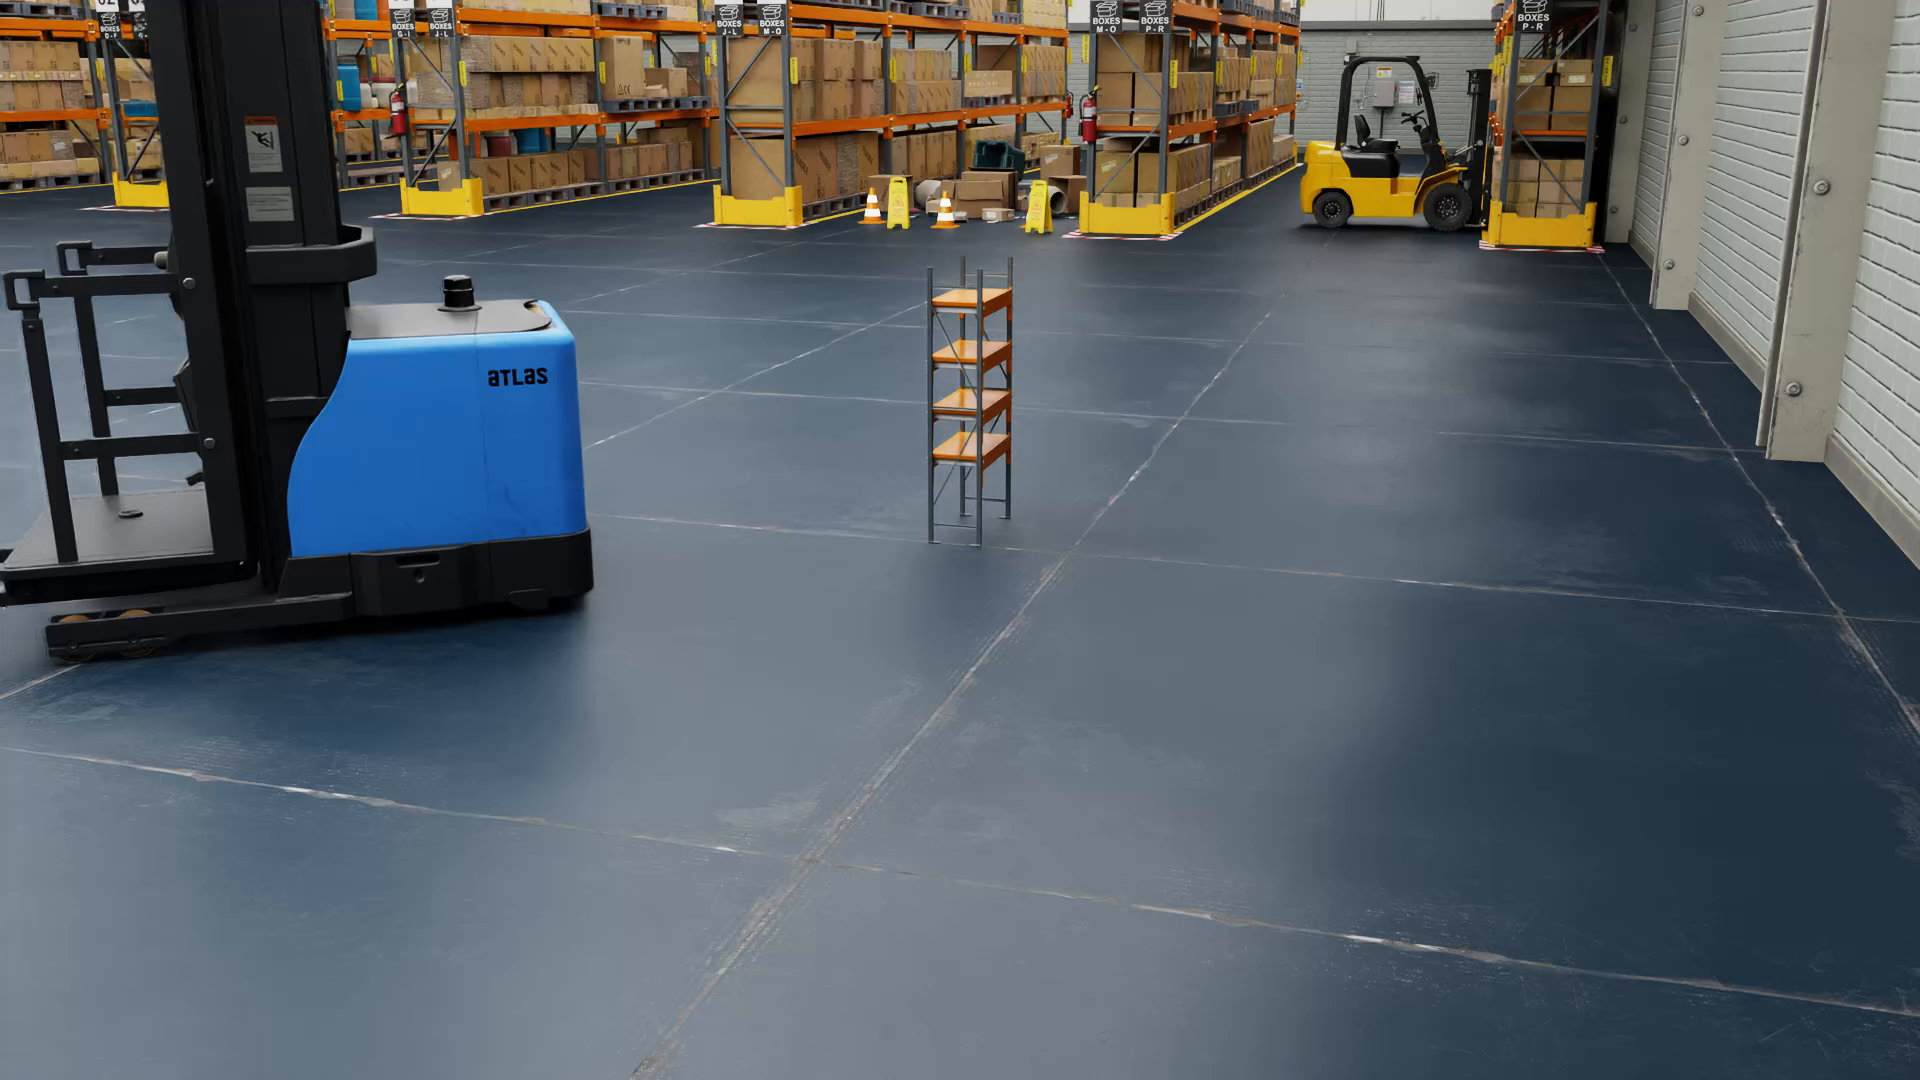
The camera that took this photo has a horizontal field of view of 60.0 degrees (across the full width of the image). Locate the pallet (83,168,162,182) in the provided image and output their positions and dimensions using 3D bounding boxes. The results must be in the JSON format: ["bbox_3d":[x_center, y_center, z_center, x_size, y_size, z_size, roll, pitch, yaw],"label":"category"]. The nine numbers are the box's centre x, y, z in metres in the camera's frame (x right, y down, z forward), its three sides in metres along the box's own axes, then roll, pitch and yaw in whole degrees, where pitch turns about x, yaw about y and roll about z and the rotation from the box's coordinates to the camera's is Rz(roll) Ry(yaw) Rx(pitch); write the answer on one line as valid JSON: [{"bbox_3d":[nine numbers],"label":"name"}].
[{"bbox_3d":[-15.602,-6.763,30.787,1.003,0.211,1.213,5,16,16],"label":"pallet"}]

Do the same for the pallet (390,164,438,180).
[{"bbox_3d":[-10.147,-7.029,31.724,1.003,0.211,1.213,5,16,16],"label":"pallet"}]

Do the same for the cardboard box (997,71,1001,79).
[{"bbox_3d":[0.571,-8.862,31.678,0.380,0.149,0.250,5,16,16],"label":"cardboard box"}]

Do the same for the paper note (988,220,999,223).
[{"bbox_3d":[0.447,-4.298,22.426,0.148,0.019,0.142,-1,16,-3],"label":"paper note"}]

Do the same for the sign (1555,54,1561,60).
[{"bbox_3d":[10.791,-8.595,30.014,0.100,0.325,0.005,5,16,16],"label":"sign"}]

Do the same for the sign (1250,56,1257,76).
[{"bbox_3d":[4.884,-7.897,27.697,0.100,0.325,0.005,5,16,16],"label":"sign"}]

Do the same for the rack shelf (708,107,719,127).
[{"bbox_3d":[-4.572,-8.363,32.636,1.077,0.370,4.000,5,16,16],"label":"rack shelf"}]

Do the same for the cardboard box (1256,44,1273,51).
[{"bbox_3d":[5.836,-9.368,31.655,0.380,0.149,0.250,4,16,15],"label":"cardboard box"}]

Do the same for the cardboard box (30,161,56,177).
[{"bbox_3d":[-15.976,-6.388,28.622,0.500,0.250,0.500,5,16,16],"label":"cardboard box"}]

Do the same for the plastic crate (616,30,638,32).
[{"bbox_3d":[-7.622,-11.724,38.058,0.450,0.188,0.336,5,16,16],"label":"plastic crate"}]

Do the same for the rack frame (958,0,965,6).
[{"bbox_3d":[-0.414,-10.661,28.426,1.000,3.000,0.127,5,16,16],"label":"rack frame"}]

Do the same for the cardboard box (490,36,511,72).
[{"bbox_3d":[-6.848,-7.018,24.016,0.500,0.500,0.500,5,16,16],"label":"cardboard box"}]

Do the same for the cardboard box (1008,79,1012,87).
[{"bbox_3d":[0.799,-8.926,32.449,0.380,0.149,0.250,5,17,18],"label":"cardboard box"}]

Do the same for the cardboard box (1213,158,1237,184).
[{"bbox_3d":[3.989,-6.015,27.084,0.950,0.372,0.625,4,16,15],"label":"cardboard box"}]

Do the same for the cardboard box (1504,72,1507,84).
[{"bbox_3d":[7.305,-6.019,21.681,0.380,0.149,0.250,4,16,15],"label":"cardboard box"}]

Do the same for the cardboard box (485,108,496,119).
[{"bbox_3d":[-6.930,-6.157,23.998,0.380,0.149,0.250,5,16,16],"label":"cardboard box"}]

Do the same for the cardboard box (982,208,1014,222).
[{"bbox_3d":[0.523,-4.453,22.755,0.250,0.149,0.380,-15,21,-41],"label":"cardboard box"}]

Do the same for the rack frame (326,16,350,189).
[{"bbox_3d":[-11.026,-7.524,28.358,1.000,3.000,0.127,5,16,16],"label":"rack frame"}]

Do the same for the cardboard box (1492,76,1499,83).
[{"bbox_3d":[9.407,-7.727,28.115,0.797,0.503,0.637,4,16,15],"label":"cardboard box"}]

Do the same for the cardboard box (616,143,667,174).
[{"bbox_3d":[-5.612,-6.723,29.311,0.700,0.500,0.500,6,17,21],"label":"cardboard box"}]

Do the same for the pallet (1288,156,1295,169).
[{"bbox_3d":[6.482,-7.954,34.985,1.003,0.211,1.213,5,16,16],"label":"pallet"}]

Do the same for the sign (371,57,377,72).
[{"bbox_3d":[-12.968,-10.517,36.788,0.100,0.325,0.005,5,16,16],"label":"sign"}]

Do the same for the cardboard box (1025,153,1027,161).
[{"bbox_3d":[1.134,-7.722,33.513,0.380,0.149,0.250,4,16,13],"label":"cardboard box"}]

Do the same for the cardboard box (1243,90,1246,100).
[{"bbox_3d":[4.458,-7.250,27.083,0.380,0.149,0.250,4,16,15],"label":"cardboard box"}]

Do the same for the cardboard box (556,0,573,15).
[{"bbox_3d":[-6.315,-8.235,25.644,0.500,0.250,0.500,5,17,17],"label":"cardboard box"}]

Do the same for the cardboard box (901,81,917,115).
[{"bbox_3d":[-1.000,-7.026,26.418,0.500,0.500,0.500,5,17,16],"label":"cardboard box"}]

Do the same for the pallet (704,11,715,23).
[{"bbox_3d":[-5.009,-9.711,30.918,1.213,0.211,1.003,5,17,18],"label":"pallet"}]

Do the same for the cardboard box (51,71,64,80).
[{"bbox_3d":[-15.790,-8.048,28.834,0.380,0.149,0.250,4,16,14],"label":"cardboard box"}]

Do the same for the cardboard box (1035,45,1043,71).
[{"bbox_3d":[1.390,-9.859,34.031,0.500,0.500,0.500,5,17,17],"label":"cardboard box"}]

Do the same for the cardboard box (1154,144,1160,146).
[{"bbox_3d":[2.657,-5.337,23.543,0.500,0.500,0.500,5,17,18],"label":"cardboard box"}]

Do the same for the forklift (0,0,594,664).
[{"bbox_3d":[-2.988,-1.140,5.978,3.031,2.935,1.130,-5,17,-18],"label":"forklift"}]

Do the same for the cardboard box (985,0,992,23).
[{"bbox_3d":[0.276,-9.658,30.201,0.500,0.500,0.500,5,16,16],"label":"cardboard box"}]

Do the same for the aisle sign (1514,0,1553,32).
[{"bbox_3d":[6.547,-6.197,18.916,0.394,0.787,0.004,5,16,16],"label":"aisle sign"}]

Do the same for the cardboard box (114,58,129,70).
[{"bbox_3d":[-18.582,-10.405,36.376,0.500,0.250,0.500,4,16,15],"label":"cardboard box"}]

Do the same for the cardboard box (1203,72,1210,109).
[{"bbox_3d":[3.197,-6.292,23.286,0.500,0.500,0.500,5,17,18],"label":"cardboard box"}]

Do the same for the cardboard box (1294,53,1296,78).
[{"bbox_3d":[6.726,-9.895,34.703,0.500,0.500,0.500,5,17,18],"label":"cardboard box"}]

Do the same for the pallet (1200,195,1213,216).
[{"bbox_3d":[3.067,-4.851,24.046,1.003,0.211,1.213,5,16,16],"label":"pallet"}]

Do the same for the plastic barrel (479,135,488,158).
[{"bbox_3d":[-9.692,-7.859,33.331,0.421,0.512,0.421,0,16,0],"label":"plastic barrel"}]

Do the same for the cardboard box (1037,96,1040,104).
[{"bbox_3d":[1.445,-9.098,34.368,0.380,0.149,0.250,5,17,18],"label":"cardboard box"}]

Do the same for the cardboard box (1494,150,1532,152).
[{"bbox_3d":[7.260,-4.981,21.831,0.500,0.250,0.500,5,17,18],"label":"cardboard box"}]

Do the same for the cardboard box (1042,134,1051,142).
[{"bbox_3d":[1.717,-8.550,35.342,0.380,0.149,0.250,5,17,18],"label":"cardboard box"}]

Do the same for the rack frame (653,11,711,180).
[{"bbox_3d":[-5.141,-8.186,30.693,1.000,3.000,0.127,5,16,16],"label":"rack frame"}]

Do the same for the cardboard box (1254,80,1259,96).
[{"bbox_3d":[4.889,-7.835,28.813,0.500,0.250,0.500,5,17,17],"label":"cardboard box"}]

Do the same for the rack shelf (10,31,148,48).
[{"bbox_3d":[-18.820,-10.959,36.290,1.077,0.370,4.000,5,16,16],"label":"rack shelf"}]

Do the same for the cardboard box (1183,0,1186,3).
[{"bbox_3d":[2.708,-6.987,21.430,0.380,0.149,0.250,4,16,14],"label":"cardboard box"}]

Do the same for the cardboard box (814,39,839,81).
[{"bbox_3d":[-2.187,-6.655,23.041,0.875,0.550,0.550,5,16,16],"label":"cardboard box"}]

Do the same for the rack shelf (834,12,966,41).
[{"bbox_3d":[-0.982,-8.349,27.088,1.077,0.370,4.000,5,16,16],"label":"rack shelf"}]

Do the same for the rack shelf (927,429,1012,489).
[{"bbox_3d":[0.047,-0.365,7.391,0.258,0.148,0.480,5,16,16],"label":"rack shelf"}]

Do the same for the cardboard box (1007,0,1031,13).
[{"bbox_3d":[1.090,-10.540,32.855,0.500,0.250,0.500,5,17,18],"label":"cardboard box"}]

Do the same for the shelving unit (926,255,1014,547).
[{"bbox_3d":[0.047,-0.621,7.318,0.258,1.200,0.503,5,16,16],"label":"shelving unit"}]

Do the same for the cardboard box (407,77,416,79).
[{"bbox_3d":[-12.808,-10.427,38.411,0.500,0.500,0.500,5,16,16],"label":"cardboard box"}]

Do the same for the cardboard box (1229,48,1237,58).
[{"bbox_3d":[4.166,-7.673,26.198,0.380,0.149,0.250,4,16,13],"label":"cardboard box"}]
